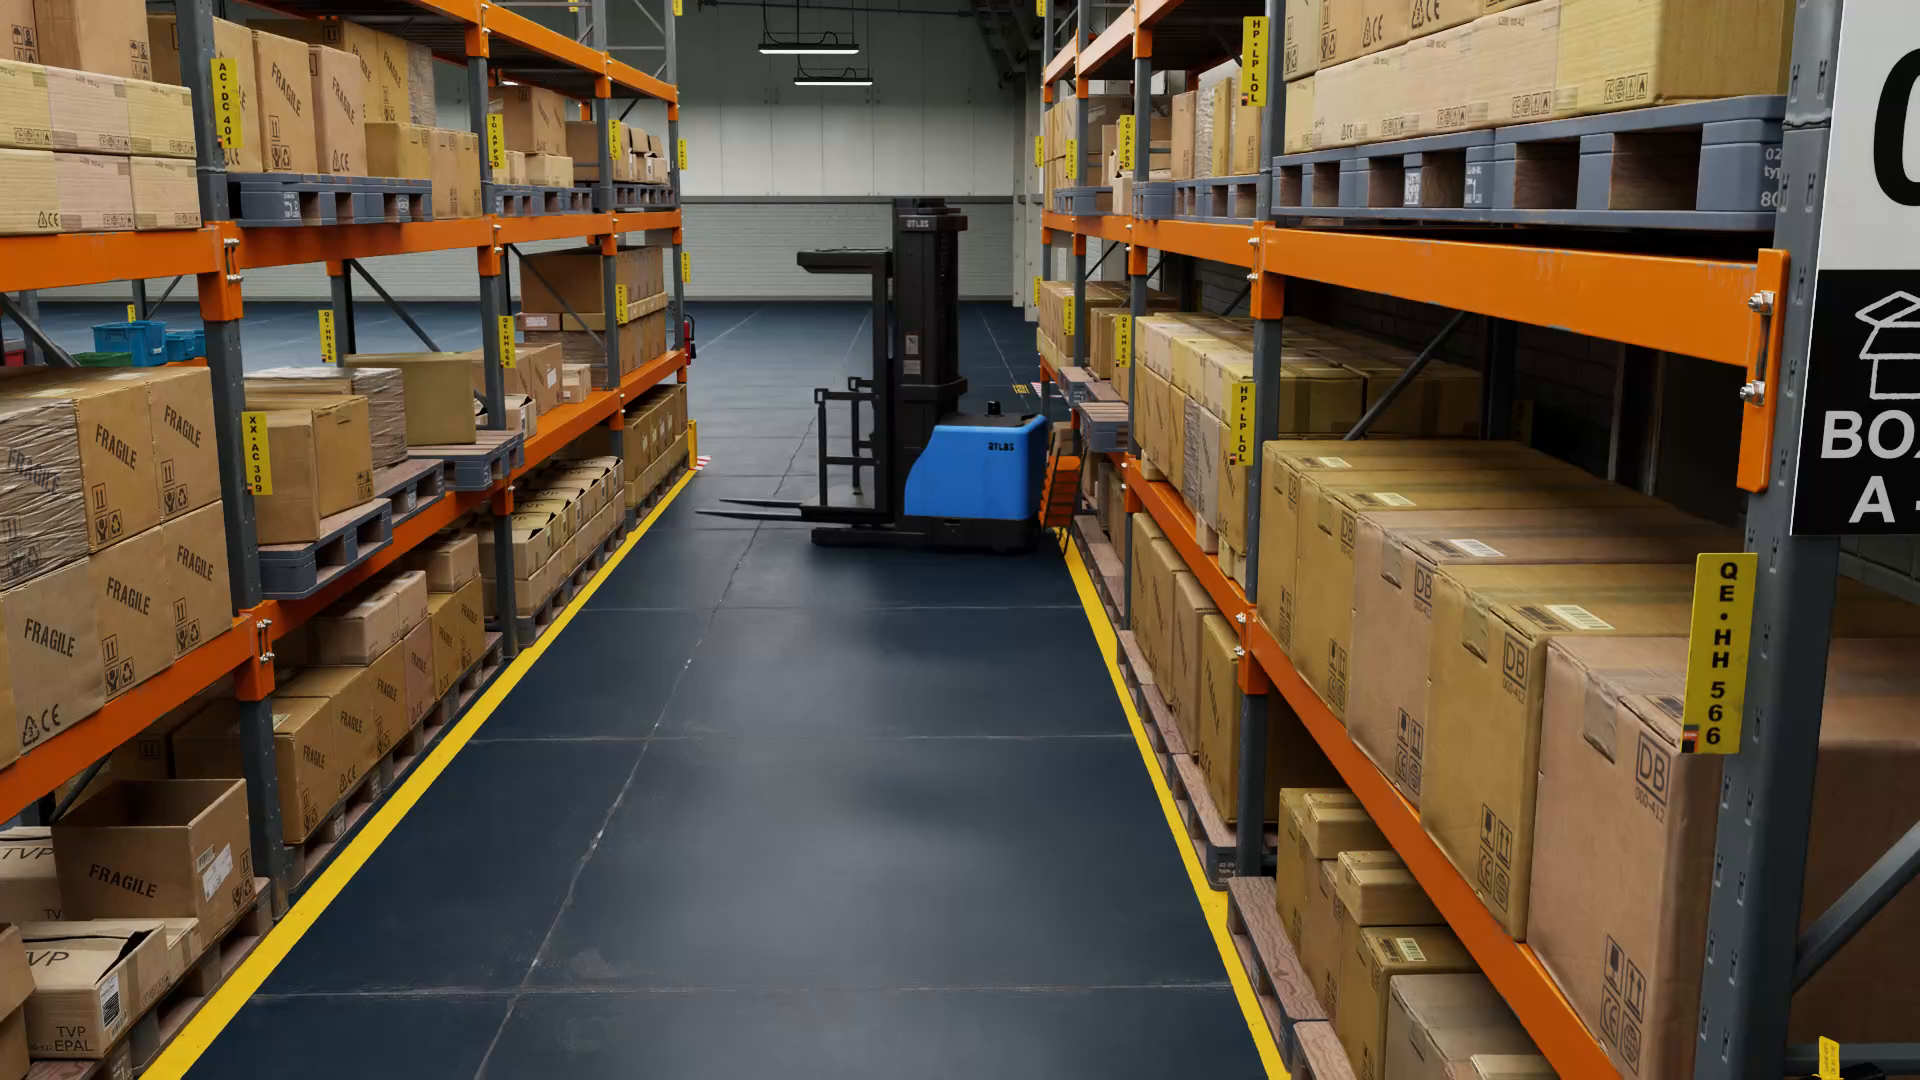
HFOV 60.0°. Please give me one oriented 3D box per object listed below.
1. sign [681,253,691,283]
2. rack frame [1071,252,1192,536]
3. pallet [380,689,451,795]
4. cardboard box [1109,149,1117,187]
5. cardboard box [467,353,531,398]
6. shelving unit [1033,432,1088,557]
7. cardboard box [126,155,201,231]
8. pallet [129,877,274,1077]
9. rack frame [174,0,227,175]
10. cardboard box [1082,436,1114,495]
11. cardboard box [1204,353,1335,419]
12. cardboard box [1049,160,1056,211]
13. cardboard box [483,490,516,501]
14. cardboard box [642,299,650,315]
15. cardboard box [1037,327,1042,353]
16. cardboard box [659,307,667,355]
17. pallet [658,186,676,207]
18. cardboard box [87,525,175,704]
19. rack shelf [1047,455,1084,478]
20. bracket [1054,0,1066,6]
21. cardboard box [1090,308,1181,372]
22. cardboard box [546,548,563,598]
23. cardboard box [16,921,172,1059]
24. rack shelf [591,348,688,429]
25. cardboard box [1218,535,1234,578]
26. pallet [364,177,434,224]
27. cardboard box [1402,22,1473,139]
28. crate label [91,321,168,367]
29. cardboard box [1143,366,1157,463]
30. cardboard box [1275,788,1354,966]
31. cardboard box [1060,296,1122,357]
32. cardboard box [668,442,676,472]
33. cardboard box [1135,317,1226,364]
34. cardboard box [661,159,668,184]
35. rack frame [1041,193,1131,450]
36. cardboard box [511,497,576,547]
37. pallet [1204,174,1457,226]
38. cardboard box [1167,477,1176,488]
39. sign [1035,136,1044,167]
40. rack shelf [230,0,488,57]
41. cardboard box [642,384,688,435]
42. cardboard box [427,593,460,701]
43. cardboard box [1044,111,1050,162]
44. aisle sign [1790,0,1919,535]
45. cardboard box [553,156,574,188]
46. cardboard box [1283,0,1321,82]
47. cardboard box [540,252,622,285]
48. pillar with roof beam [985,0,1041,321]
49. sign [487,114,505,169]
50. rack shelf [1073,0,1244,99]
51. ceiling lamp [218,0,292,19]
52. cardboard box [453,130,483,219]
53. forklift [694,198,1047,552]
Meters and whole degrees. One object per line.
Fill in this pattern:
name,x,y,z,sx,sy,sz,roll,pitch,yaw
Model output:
sign,-3.000,-2.978,18.185,0.100,0.325,0.005,0,11,-1
rack frame,1.492,-1.521,14.511,1.000,3.000,0.127,0,11,-1
pallet,-3.378,1.053,8.840,1.003,0.211,1.213,0,11,-1
cardboard box,1.436,-2.922,13.039,0.500,0.311,0.500,0,11,1
cardboard box,-3.429,-1.087,12.122,0.500,0.500,0.500,-1,11,-4
shelving unit,0.811,-0.360,13.522,0.258,1.200,0.189,-2,44,-11
cardboard box,-3.019,-1.210,5.814,0.500,0.250,0.500,0,11,-1
pallet,-3.282,1.594,6.173,1.003,0.211,1.213,0,11,-1
rack frame,-3.295,-2.850,5.972,1.000,3.000,0.127,0,11,-1
cardboard box,1.431,-0.718,15.732,0.500,0.500,0.500,-1,12,-5
cardboard box,1.391,-0.696,7.510,0.500,0.250,0.500,0,11,0
cardboard box,1.157,-3.567,16.752,0.500,0.500,0.500,0,11,1
cardboard box,-3.668,-0.244,12.667,0.500,0.311,0.500,0,11,0
cardboard box,-3.316,-2.329,16.613,0.380,0.149,0.250,0,11,0
cardboard box,1.102,-2.154,17.959,0.500,0.250,0.500,-1,11,-3
cardboard box,-3.546,-2.251,17.859,0.700,0.500,0.500,0,11,-1
pallet,-3.554,-3.581,17.344,1.003,0.211,1.213,0,11,-1
cardboard box,-3.016,0.242,5.569,0.500,0.500,0.500,0,11,0
rack shelf,0.843,-0.587,13.306,0.258,0.103,0.180,-2,44,-11
bracket,1.694,-9.186,28.152,0.235,0.232,0.430,0,11,-1
cardboard box,1.469,-1.684,13.958,0.700,0.500,0.500,0,11,-1
cardboard box,-3.106,0.232,11.731,0.500,0.250,0.500,-1,11,-3
cardboard box,-2.984,1.454,5.505,0.500,0.311,0.500,0,11,-1
rack shelf,-3.502,-1.545,16.438,1.077,0.370,4.000,0,11,-1
cardboard box,1.339,0.067,7.268,0.380,0.149,0.250,0,11,0
pallet,-3.263,-1.624,7.946,1.213,0.211,1.003,0,11,-1
cardboard box,1.432,-1.138,4.150,0.500,0.250,0.500,-1,11,-3
crate label,-8.187,-1.928,16.428,0.502,0.435,0.616,0,11,-1
cardboard box,1.330,-0.729,9.556,0.500,0.500,0.500,0,11,1
cardboard box,1.570,1.238,6.145,0.700,0.500,0.500,0,11,0
cardboard box,1.173,-1.917,14.906,0.500,0.500,0.500,0,11,-1
cardboard box,-3.202,-0.849,17.059,0.500,0.250,0.500,0,11,-1
cardboard box,1.327,-1.201,9.998,0.500,0.250,0.500,0,11,0
cardboard box,-3.256,-3.738,16.865,0.500,0.250,0.500,0,11,-1
rack frame,1.409,-2.316,18.430,1.000,3.000,0.127,0,11,-1
cardboard box,-3.123,-0.149,12.197,0.500,0.311,0.500,-1,11,-3
pallet,1.589,-1.489,7.291,0.805,0.209,1.217,-1,11,-3
cardboard box,1.396,-0.393,9.535,0.380,0.149,0.250,0,11,-2
sign,0.867,-4.212,18.034,0.100,0.325,0.005,0,11,-1
rack shelf,-3.336,-2.699,8.043,1.077,0.370,4.000,0,11,-1
cardboard box,-3.234,-1.415,17.964,0.500,0.500,0.500,0,11,-1
cardboard box,-3.113,0.593,9.274,0.500,0.500,0.500,-1,11,-3
cardboard box,1.134,-4.157,17.146,0.500,0.500,0.500,0,11,-2
aisle sign,1.442,-0.394,2.418,0.394,0.787,0.004,0,11,-1
cardboard box,-3.457,-2.980,13.478,0.500,0.250,0.500,1,12,5
cardboard box,1.392,-1.807,5.559,0.500,0.500,0.500,0,11,-2
cardboard box,-3.488,-2.373,15.198,0.700,0.500,0.500,0,11,-1
pillar with roof beam,-2.511,-9.874,40.594,9.100,9.000,0.548,0,11,-1
sign,-2.835,-2.430,10.147,0.100,0.325,0.005,0,11,-1
rack shelf,1.533,-3.515,12.066,1.077,0.370,4.000,0,11,-1
ceiling lamp,-17.608,-13.097,41.802,2.000,3.185,0.800,0,11,-1
cardboard box,-3.335,-2.137,9.753,0.910,0.500,0.500,0,11,-1
forklift,-0.797,-1.464,14.401,3.031,2.935,1.130,3,12,13
